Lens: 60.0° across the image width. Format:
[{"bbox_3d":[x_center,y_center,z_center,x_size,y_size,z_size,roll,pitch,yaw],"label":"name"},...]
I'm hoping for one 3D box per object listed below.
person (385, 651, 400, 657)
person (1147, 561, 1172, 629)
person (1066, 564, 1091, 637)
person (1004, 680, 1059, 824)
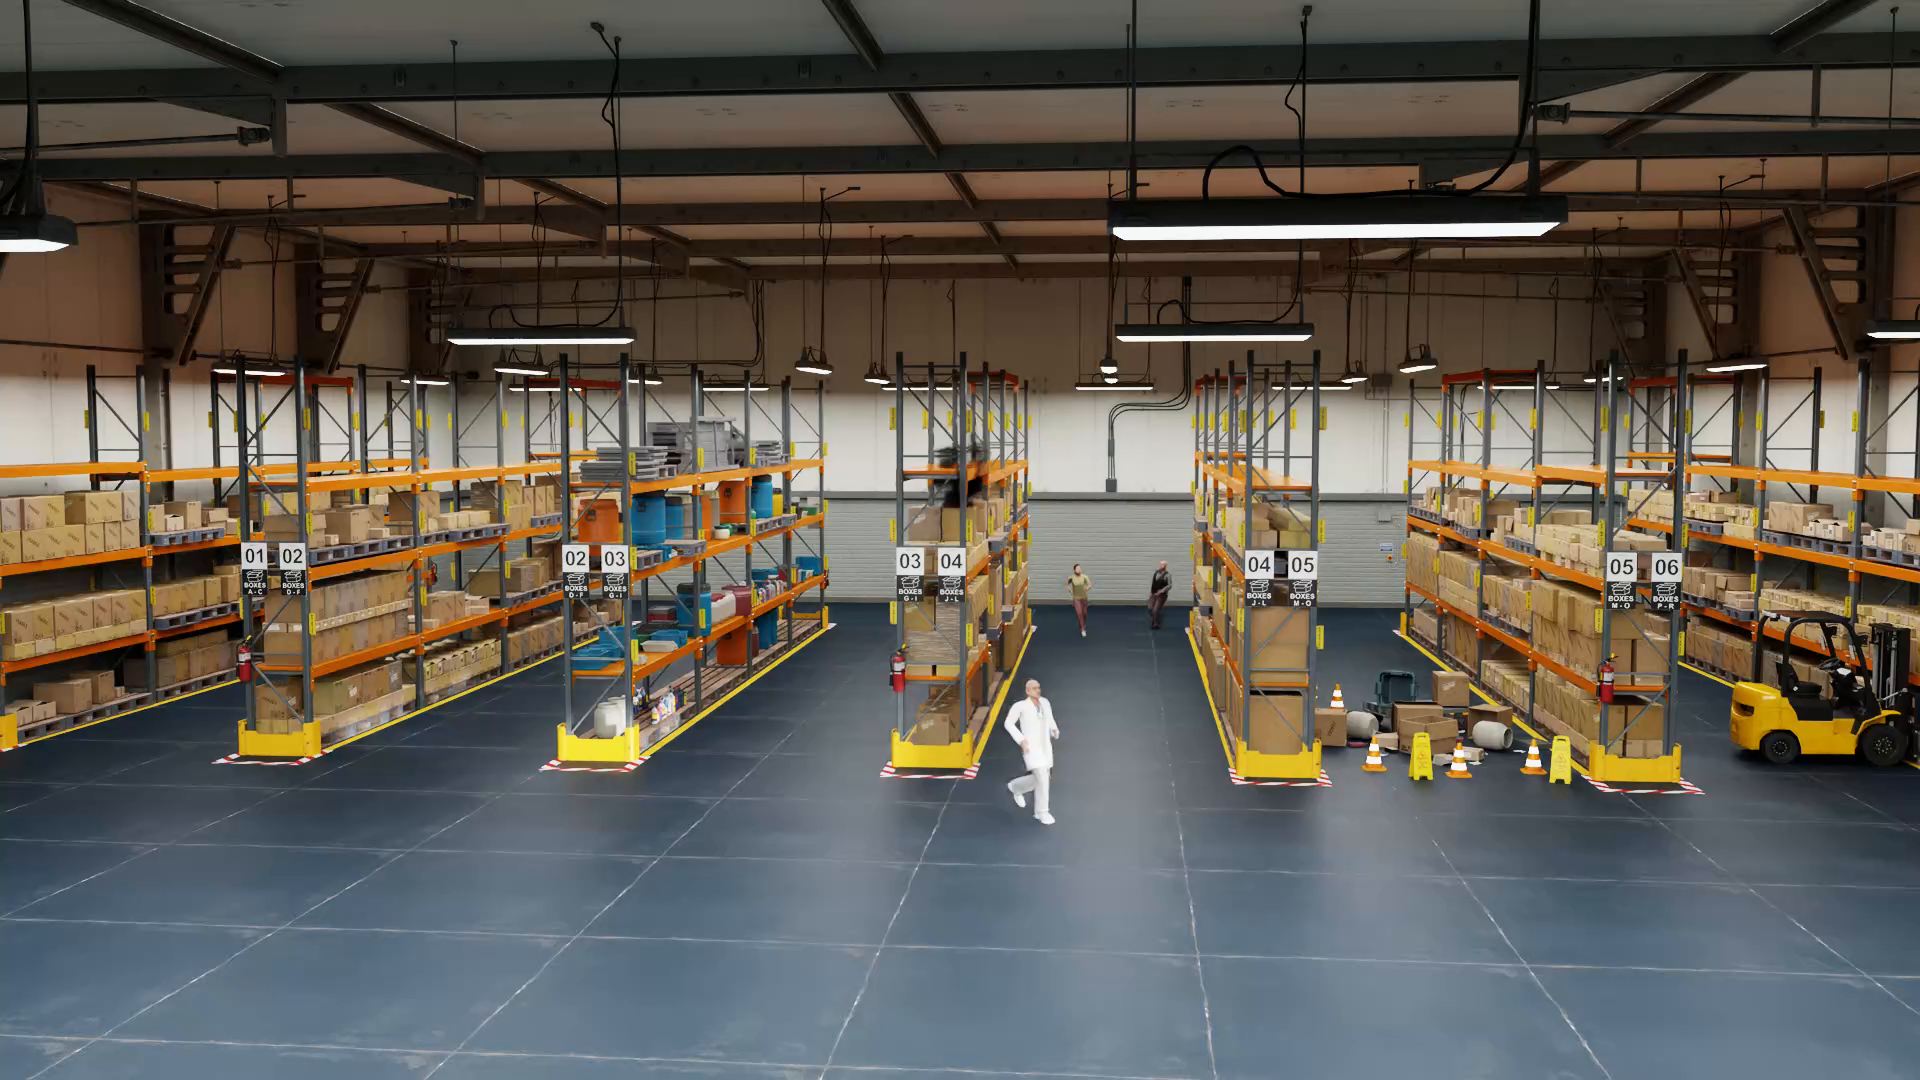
[{"bbox_3d":[-11.130,1.799,32.709,0.718,1.746,0.833,0,4,1],"label":"person"},{"bbox_3d":[4.789,1.327,39.995,0.699,1.668,0.530,3,5,39],"label":"person"},{"bbox_3d":[2.794,1.396,39.101,0.589,1.678,0.877,0,4,-5],"label":"person"},{"bbox_3d":[0.920,2.640,20.999,0.704,1.775,0.858,-3,5,-39],"label":"person"}]
